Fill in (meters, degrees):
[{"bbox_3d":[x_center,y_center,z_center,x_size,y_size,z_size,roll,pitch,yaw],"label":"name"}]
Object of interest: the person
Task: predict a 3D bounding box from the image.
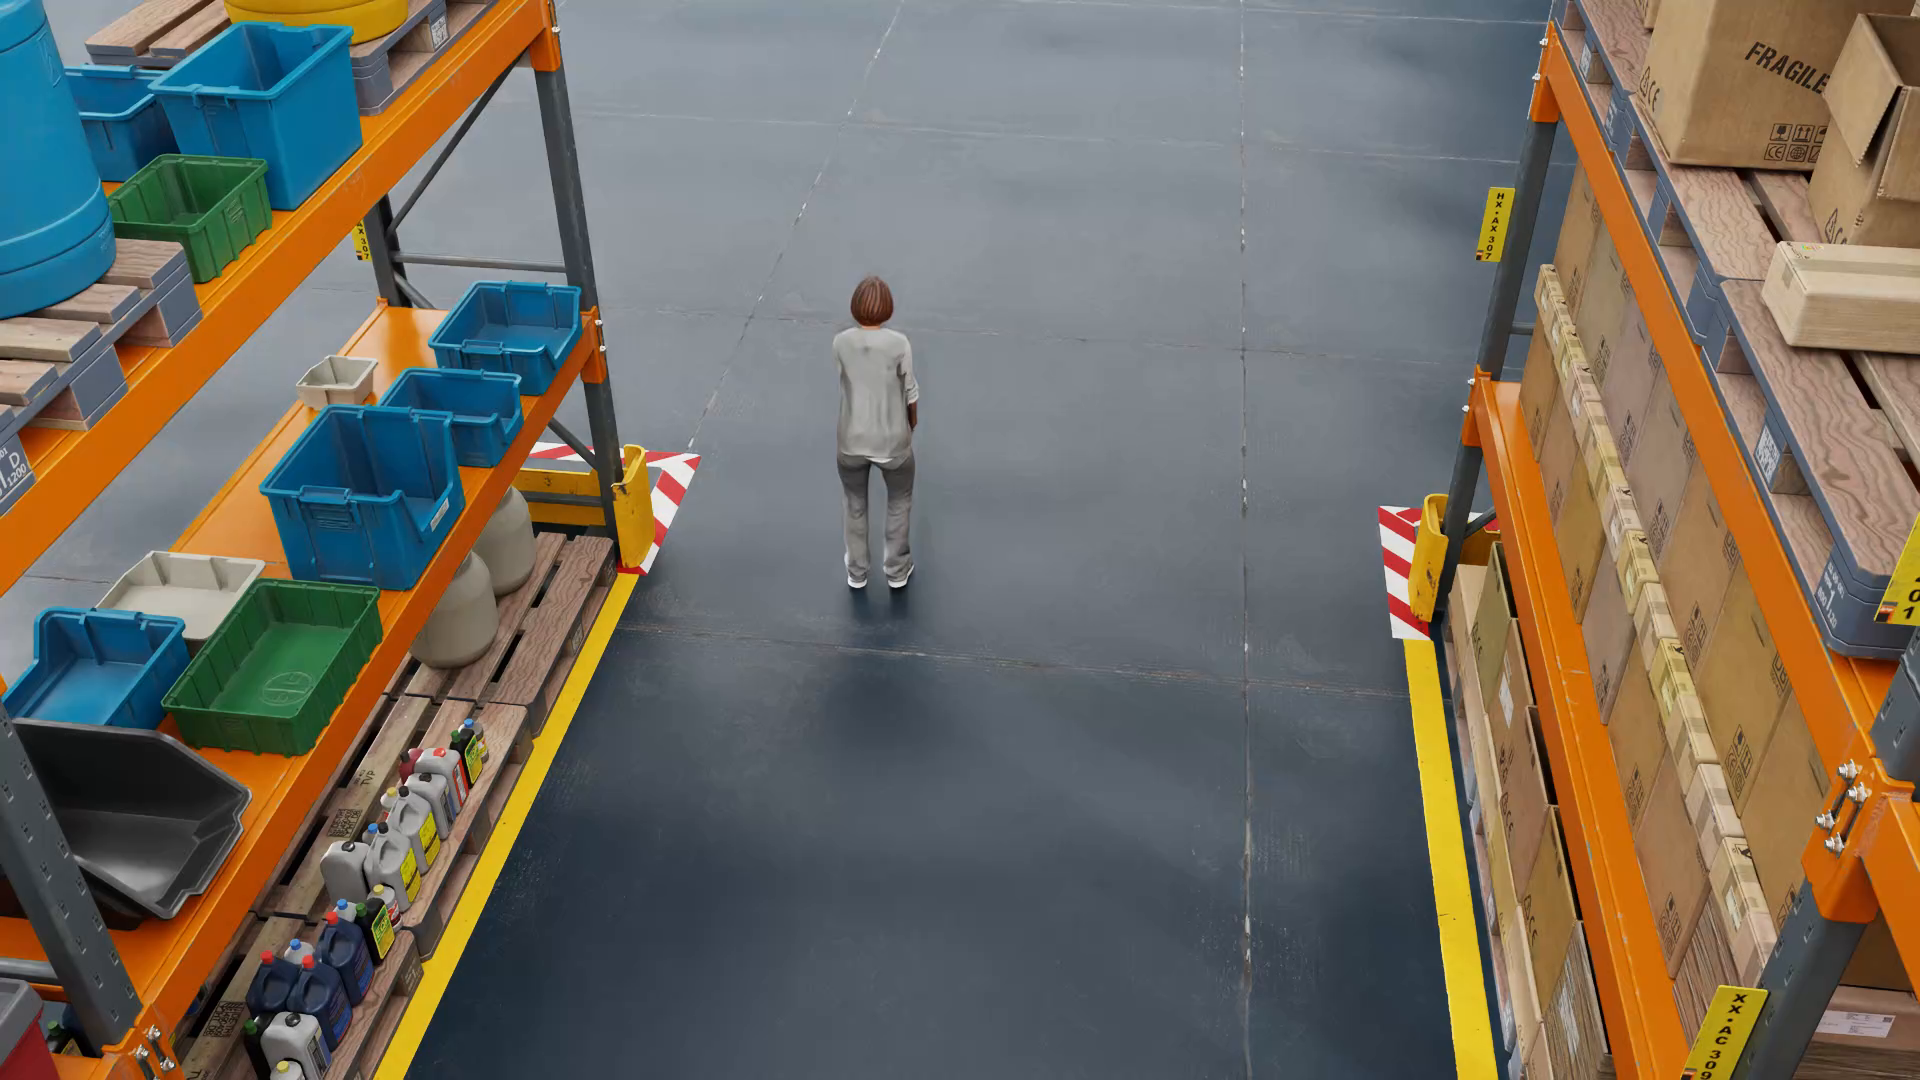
[{"bbox_3d":[-0.386,-0.485,7.720,0.372,1.578,0.521,4,37,5],"label":"person"}]
